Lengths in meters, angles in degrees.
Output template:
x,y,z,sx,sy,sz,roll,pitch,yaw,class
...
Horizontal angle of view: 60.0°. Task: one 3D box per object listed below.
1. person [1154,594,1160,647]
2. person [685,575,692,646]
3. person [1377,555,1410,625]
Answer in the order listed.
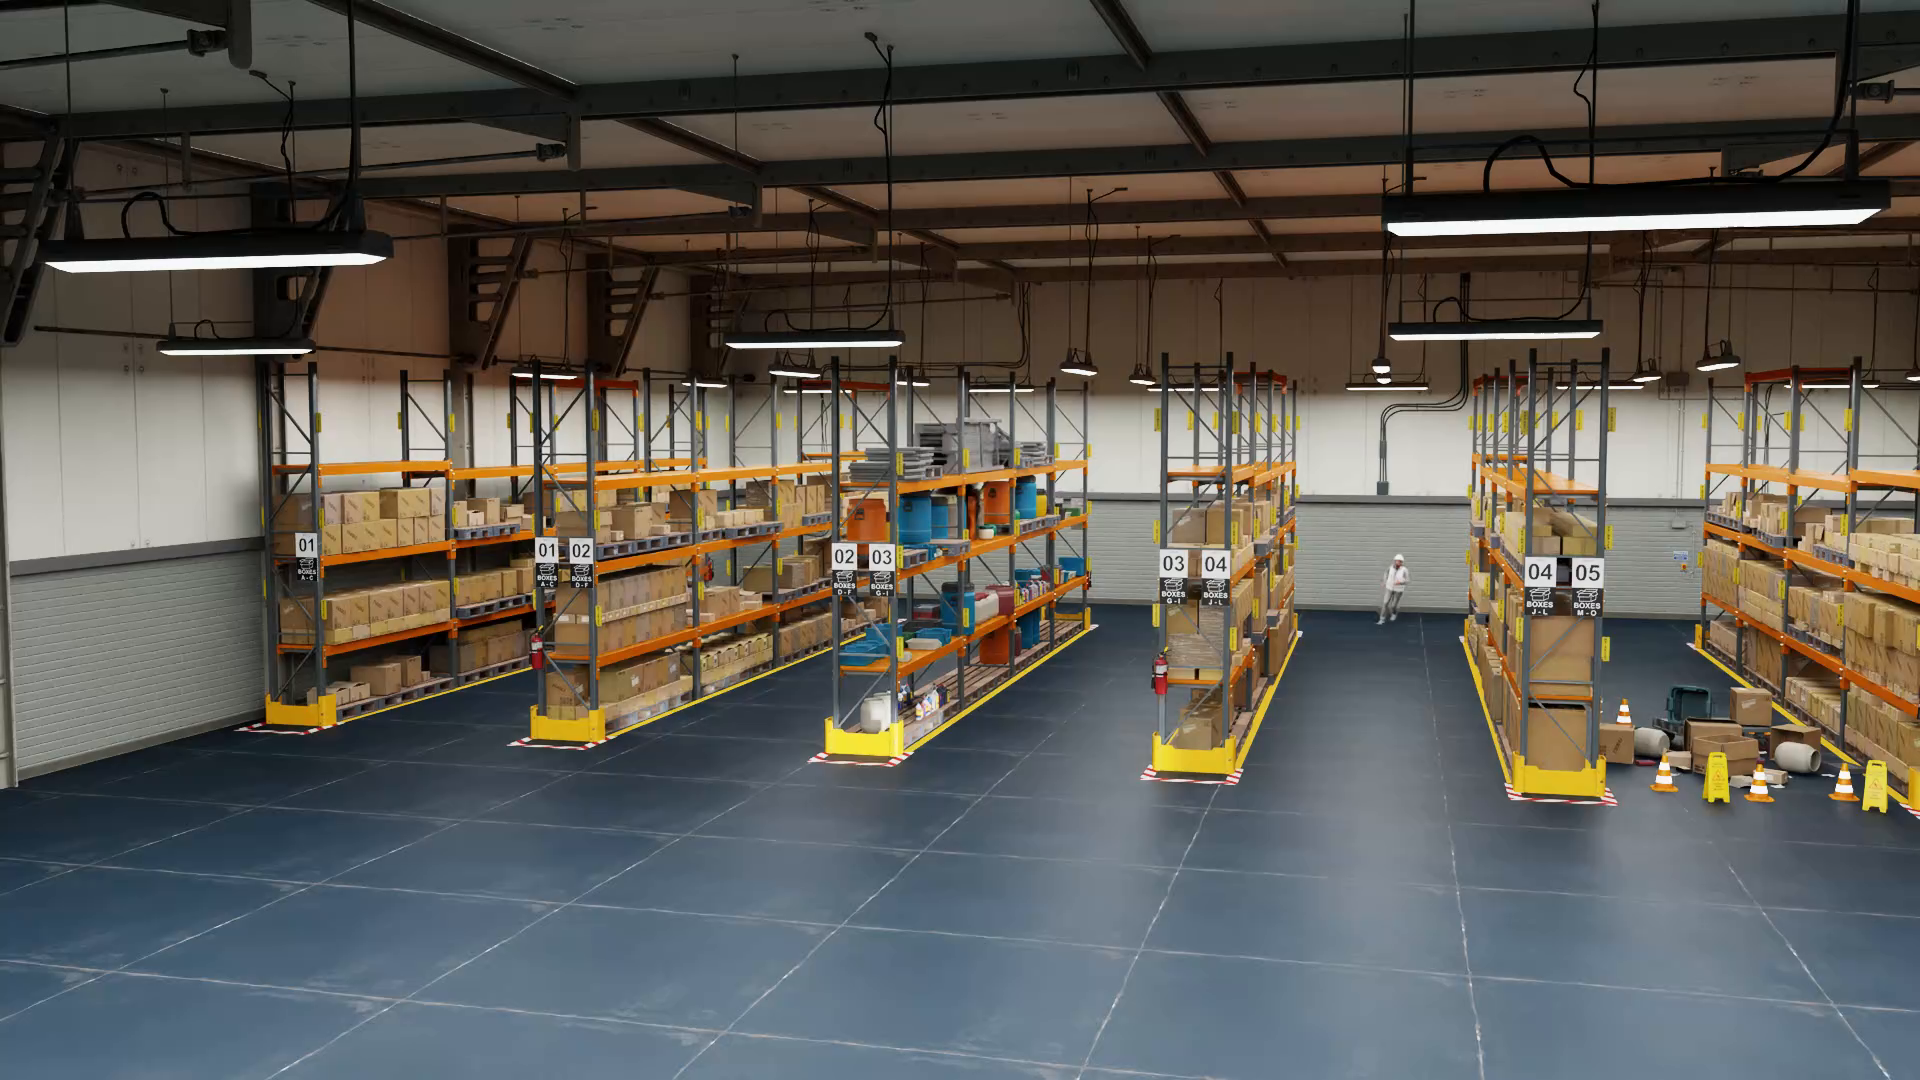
x,y,z,sx,sy,sz,roll,pitch,yaw,class
4.351,1.725,34.900,0.705,1.592,1.113,2,5,27,person
-6.101,1.571,37.749,0.599,1.633,0.960,0,4,-6,person
10.805,1.226,41.217,0.694,1.721,0.928,2,5,30,person
